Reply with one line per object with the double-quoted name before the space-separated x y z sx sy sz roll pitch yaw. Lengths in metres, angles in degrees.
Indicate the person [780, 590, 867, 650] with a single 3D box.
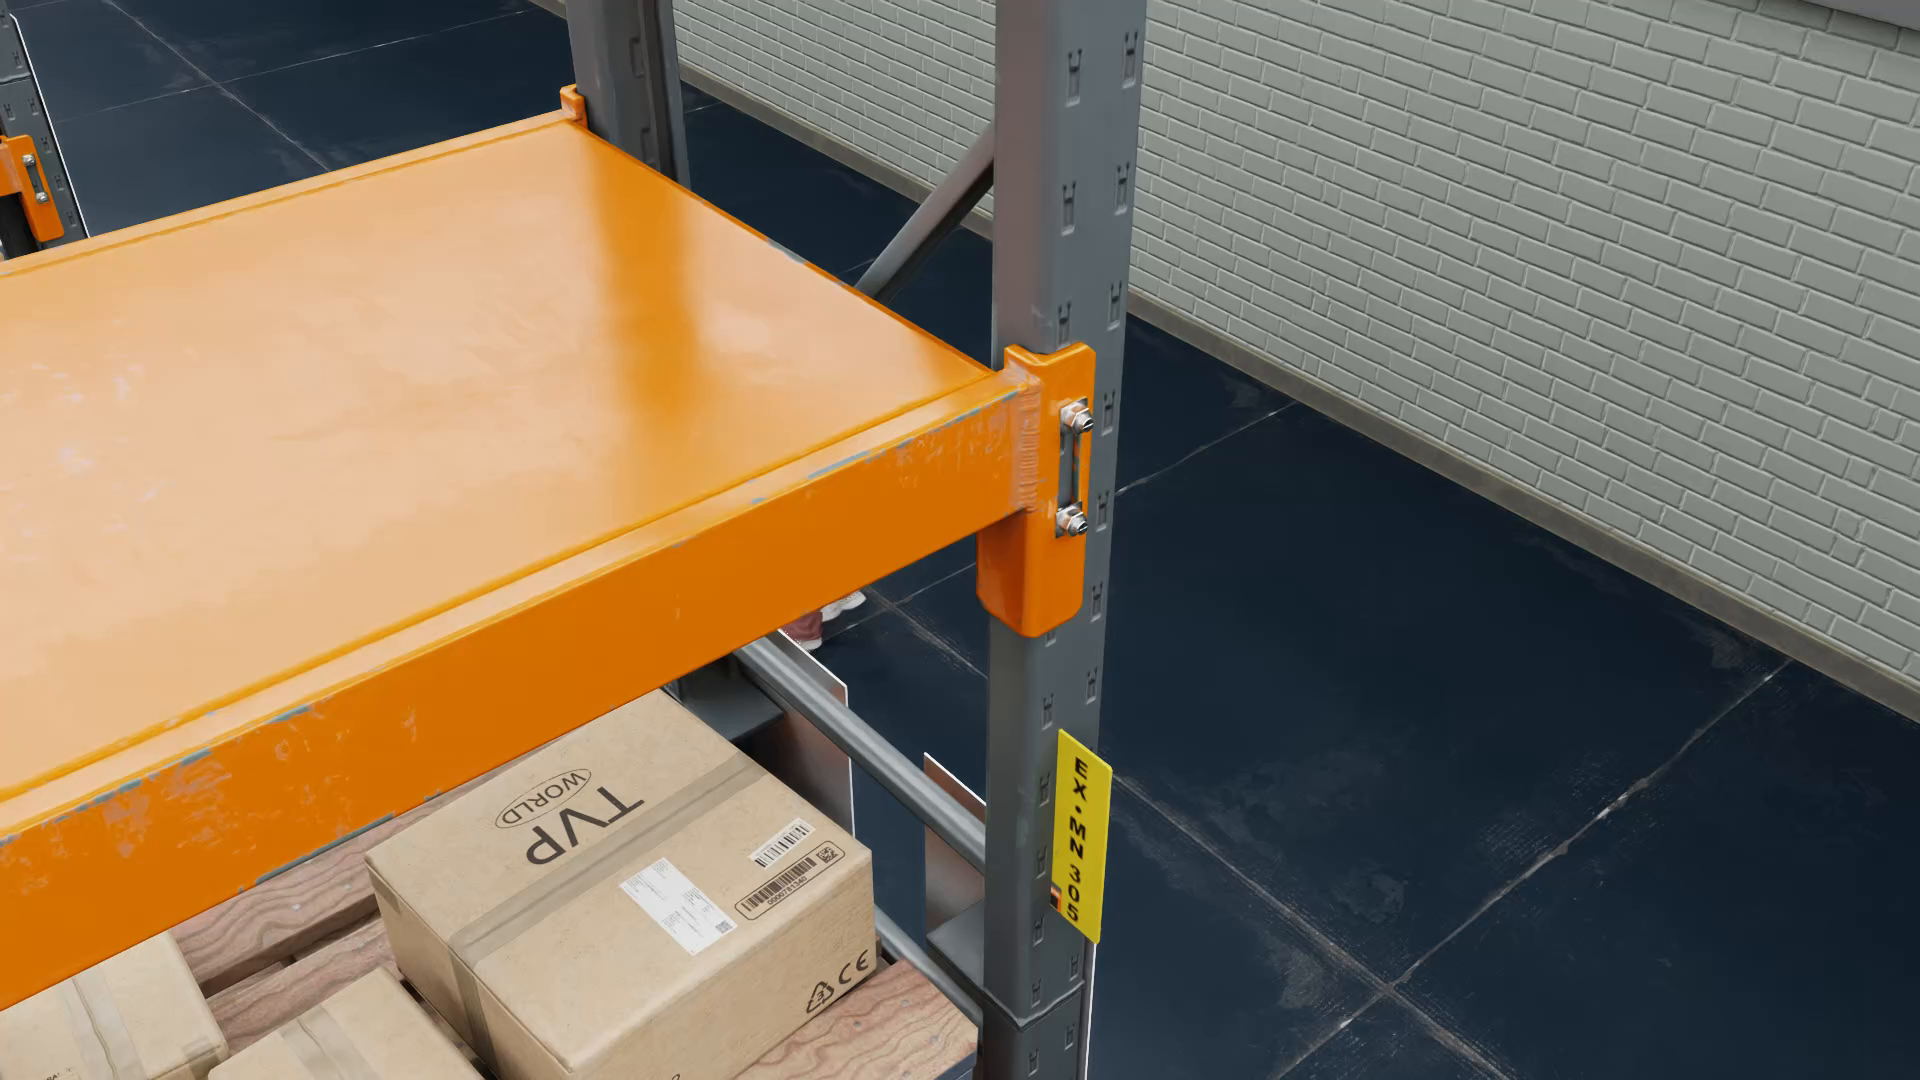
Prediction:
"person" -0.690 -0.236 7.400 0.504 1.668 0.469 5 36 6
